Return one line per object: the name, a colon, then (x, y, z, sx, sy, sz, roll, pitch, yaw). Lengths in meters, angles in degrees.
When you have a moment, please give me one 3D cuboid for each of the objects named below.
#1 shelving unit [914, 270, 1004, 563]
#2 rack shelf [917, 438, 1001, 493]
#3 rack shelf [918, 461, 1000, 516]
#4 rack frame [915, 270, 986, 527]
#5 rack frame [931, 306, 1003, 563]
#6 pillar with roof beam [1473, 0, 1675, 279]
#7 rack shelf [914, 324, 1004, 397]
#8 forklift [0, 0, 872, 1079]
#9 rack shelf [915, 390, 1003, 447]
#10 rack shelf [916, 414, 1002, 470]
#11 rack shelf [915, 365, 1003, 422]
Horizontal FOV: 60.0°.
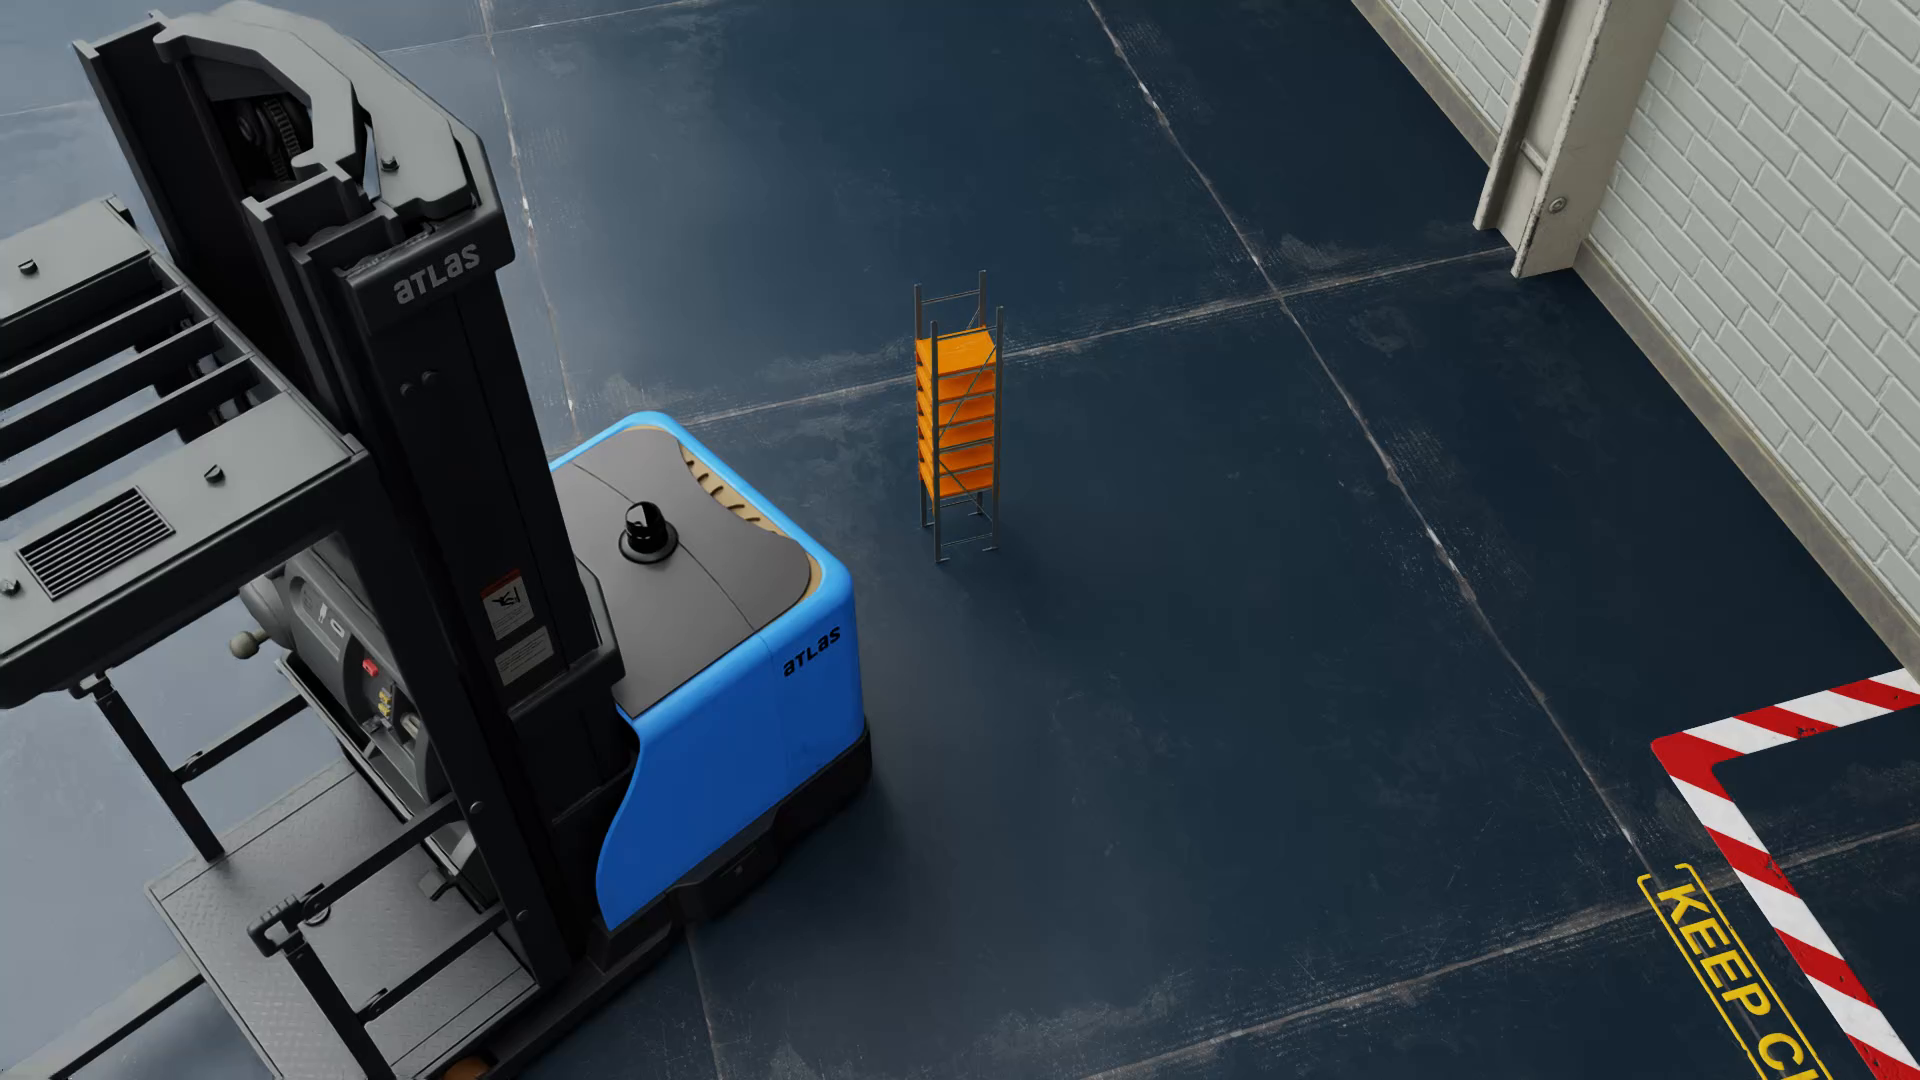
shelving unit: (-0.004, -0.397, 5.800, 0.258, 1.200, 0.189, -13, 51, -11)
rack shelf: (-0.004, -0.291, 5.926, 0.258, 0.103, 0.180, -13, 51, -11)
rack shelf: (-0.004, -0.214, 6.018, 0.258, 0.103, 0.180, -13, 51, -11)
rack frame: (-0.031, -0.464, 5.857, 0.240, 1.200, 0.006, -13, 51, -11)
rack frame: (0.023, -0.330, 5.744, 0.240, 1.200, 0.006, -13, 51, -11)
pillar with roof beam: (-1.613, -3.238, 3.094, 9.100, 9.000, 0.400, -13, 51, -11)
rack shelf: (-0.004, -0.601, 5.559, 0.258, 0.103, 0.180, -13, 51, -11)
forklift: (-1.706, 0.361, 4.029, 3.031, 2.935, 1.130, -36, 59, -26)
rack shelf: (-0.004, -0.446, 5.742, 0.258, 0.103, 0.180, -13, 51, -11)
rack shelf: (-0.004, -0.369, 5.834, 0.258, 0.103, 0.180, -13, 51, -11)
rack shelf: (-0.004, -0.523, 5.651, 0.258, 0.103, 0.180, -13, 51, -11)
